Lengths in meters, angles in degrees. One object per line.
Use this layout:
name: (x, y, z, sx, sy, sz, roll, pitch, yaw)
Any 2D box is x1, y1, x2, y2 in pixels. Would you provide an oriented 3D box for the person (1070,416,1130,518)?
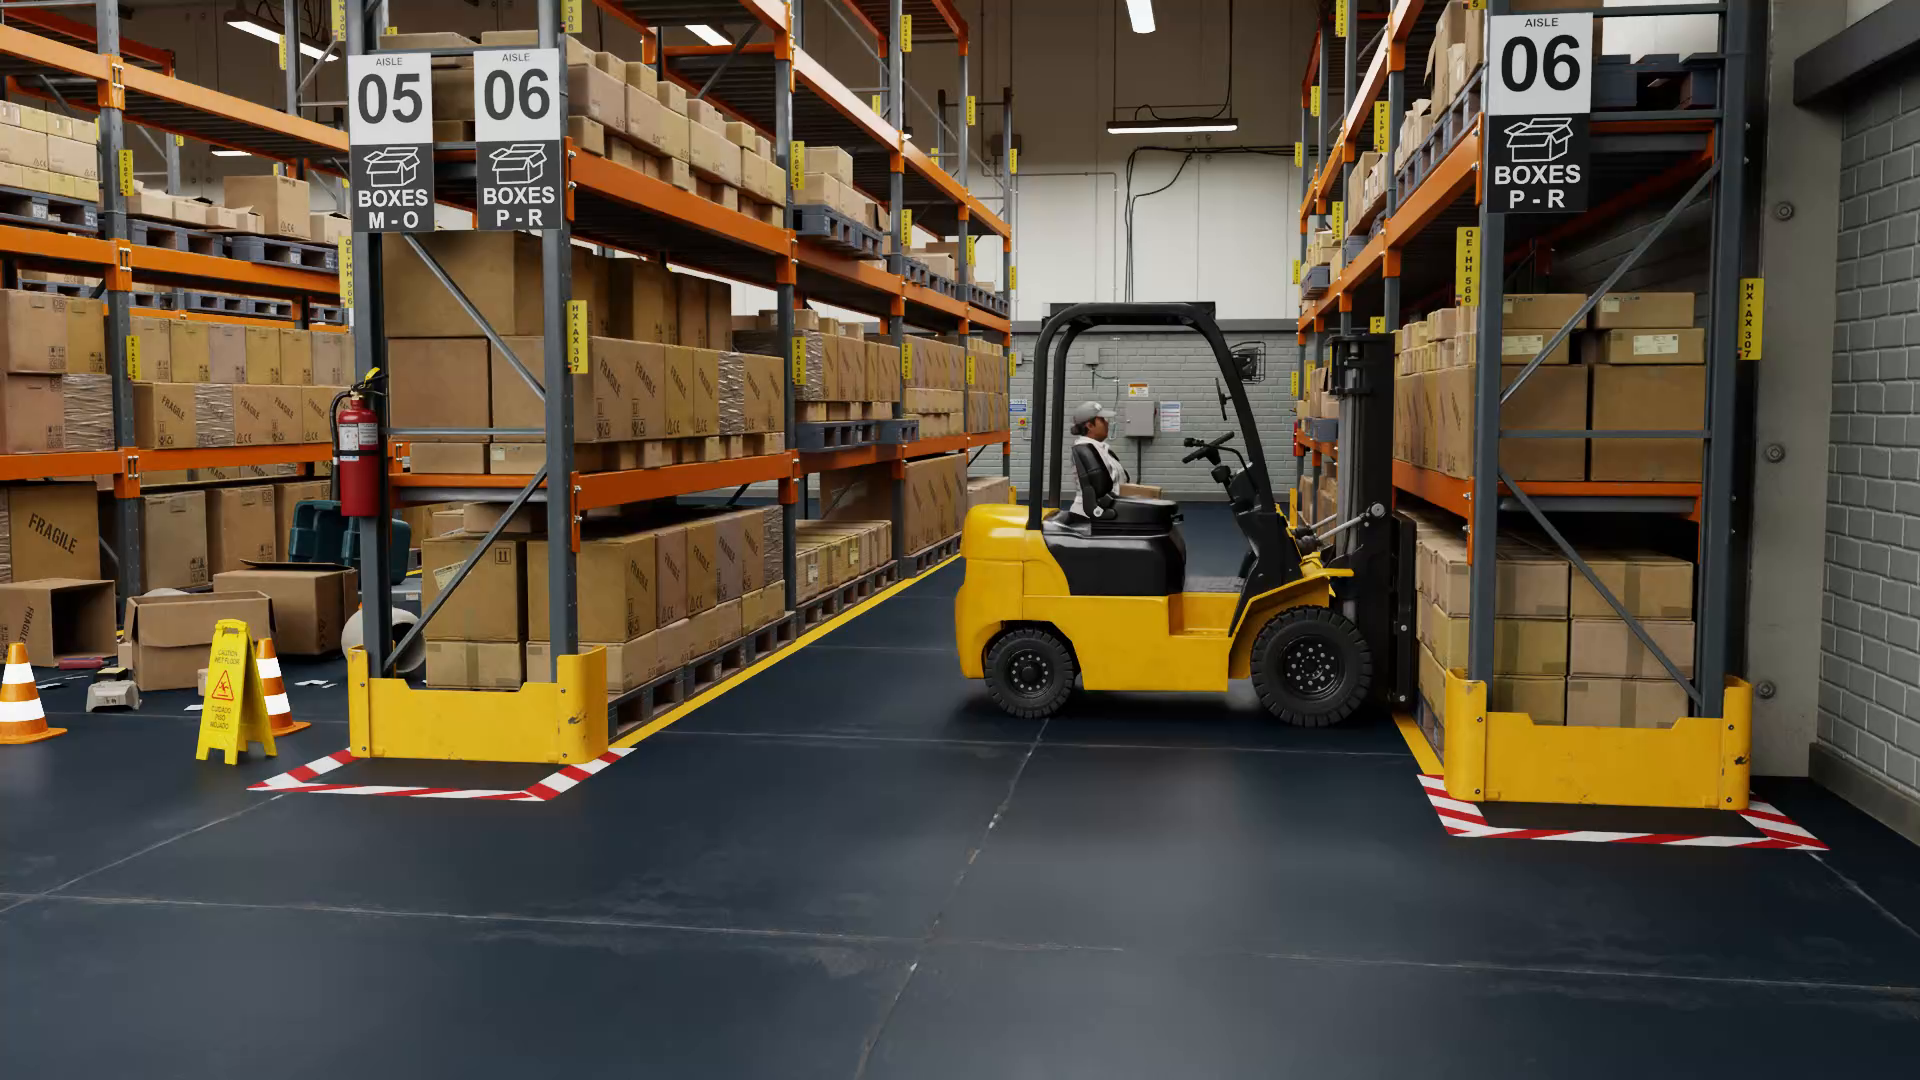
person: (0.957, -0.042, 10.675, 0.541, 1.620, 0.453, 1, 5, 9)
